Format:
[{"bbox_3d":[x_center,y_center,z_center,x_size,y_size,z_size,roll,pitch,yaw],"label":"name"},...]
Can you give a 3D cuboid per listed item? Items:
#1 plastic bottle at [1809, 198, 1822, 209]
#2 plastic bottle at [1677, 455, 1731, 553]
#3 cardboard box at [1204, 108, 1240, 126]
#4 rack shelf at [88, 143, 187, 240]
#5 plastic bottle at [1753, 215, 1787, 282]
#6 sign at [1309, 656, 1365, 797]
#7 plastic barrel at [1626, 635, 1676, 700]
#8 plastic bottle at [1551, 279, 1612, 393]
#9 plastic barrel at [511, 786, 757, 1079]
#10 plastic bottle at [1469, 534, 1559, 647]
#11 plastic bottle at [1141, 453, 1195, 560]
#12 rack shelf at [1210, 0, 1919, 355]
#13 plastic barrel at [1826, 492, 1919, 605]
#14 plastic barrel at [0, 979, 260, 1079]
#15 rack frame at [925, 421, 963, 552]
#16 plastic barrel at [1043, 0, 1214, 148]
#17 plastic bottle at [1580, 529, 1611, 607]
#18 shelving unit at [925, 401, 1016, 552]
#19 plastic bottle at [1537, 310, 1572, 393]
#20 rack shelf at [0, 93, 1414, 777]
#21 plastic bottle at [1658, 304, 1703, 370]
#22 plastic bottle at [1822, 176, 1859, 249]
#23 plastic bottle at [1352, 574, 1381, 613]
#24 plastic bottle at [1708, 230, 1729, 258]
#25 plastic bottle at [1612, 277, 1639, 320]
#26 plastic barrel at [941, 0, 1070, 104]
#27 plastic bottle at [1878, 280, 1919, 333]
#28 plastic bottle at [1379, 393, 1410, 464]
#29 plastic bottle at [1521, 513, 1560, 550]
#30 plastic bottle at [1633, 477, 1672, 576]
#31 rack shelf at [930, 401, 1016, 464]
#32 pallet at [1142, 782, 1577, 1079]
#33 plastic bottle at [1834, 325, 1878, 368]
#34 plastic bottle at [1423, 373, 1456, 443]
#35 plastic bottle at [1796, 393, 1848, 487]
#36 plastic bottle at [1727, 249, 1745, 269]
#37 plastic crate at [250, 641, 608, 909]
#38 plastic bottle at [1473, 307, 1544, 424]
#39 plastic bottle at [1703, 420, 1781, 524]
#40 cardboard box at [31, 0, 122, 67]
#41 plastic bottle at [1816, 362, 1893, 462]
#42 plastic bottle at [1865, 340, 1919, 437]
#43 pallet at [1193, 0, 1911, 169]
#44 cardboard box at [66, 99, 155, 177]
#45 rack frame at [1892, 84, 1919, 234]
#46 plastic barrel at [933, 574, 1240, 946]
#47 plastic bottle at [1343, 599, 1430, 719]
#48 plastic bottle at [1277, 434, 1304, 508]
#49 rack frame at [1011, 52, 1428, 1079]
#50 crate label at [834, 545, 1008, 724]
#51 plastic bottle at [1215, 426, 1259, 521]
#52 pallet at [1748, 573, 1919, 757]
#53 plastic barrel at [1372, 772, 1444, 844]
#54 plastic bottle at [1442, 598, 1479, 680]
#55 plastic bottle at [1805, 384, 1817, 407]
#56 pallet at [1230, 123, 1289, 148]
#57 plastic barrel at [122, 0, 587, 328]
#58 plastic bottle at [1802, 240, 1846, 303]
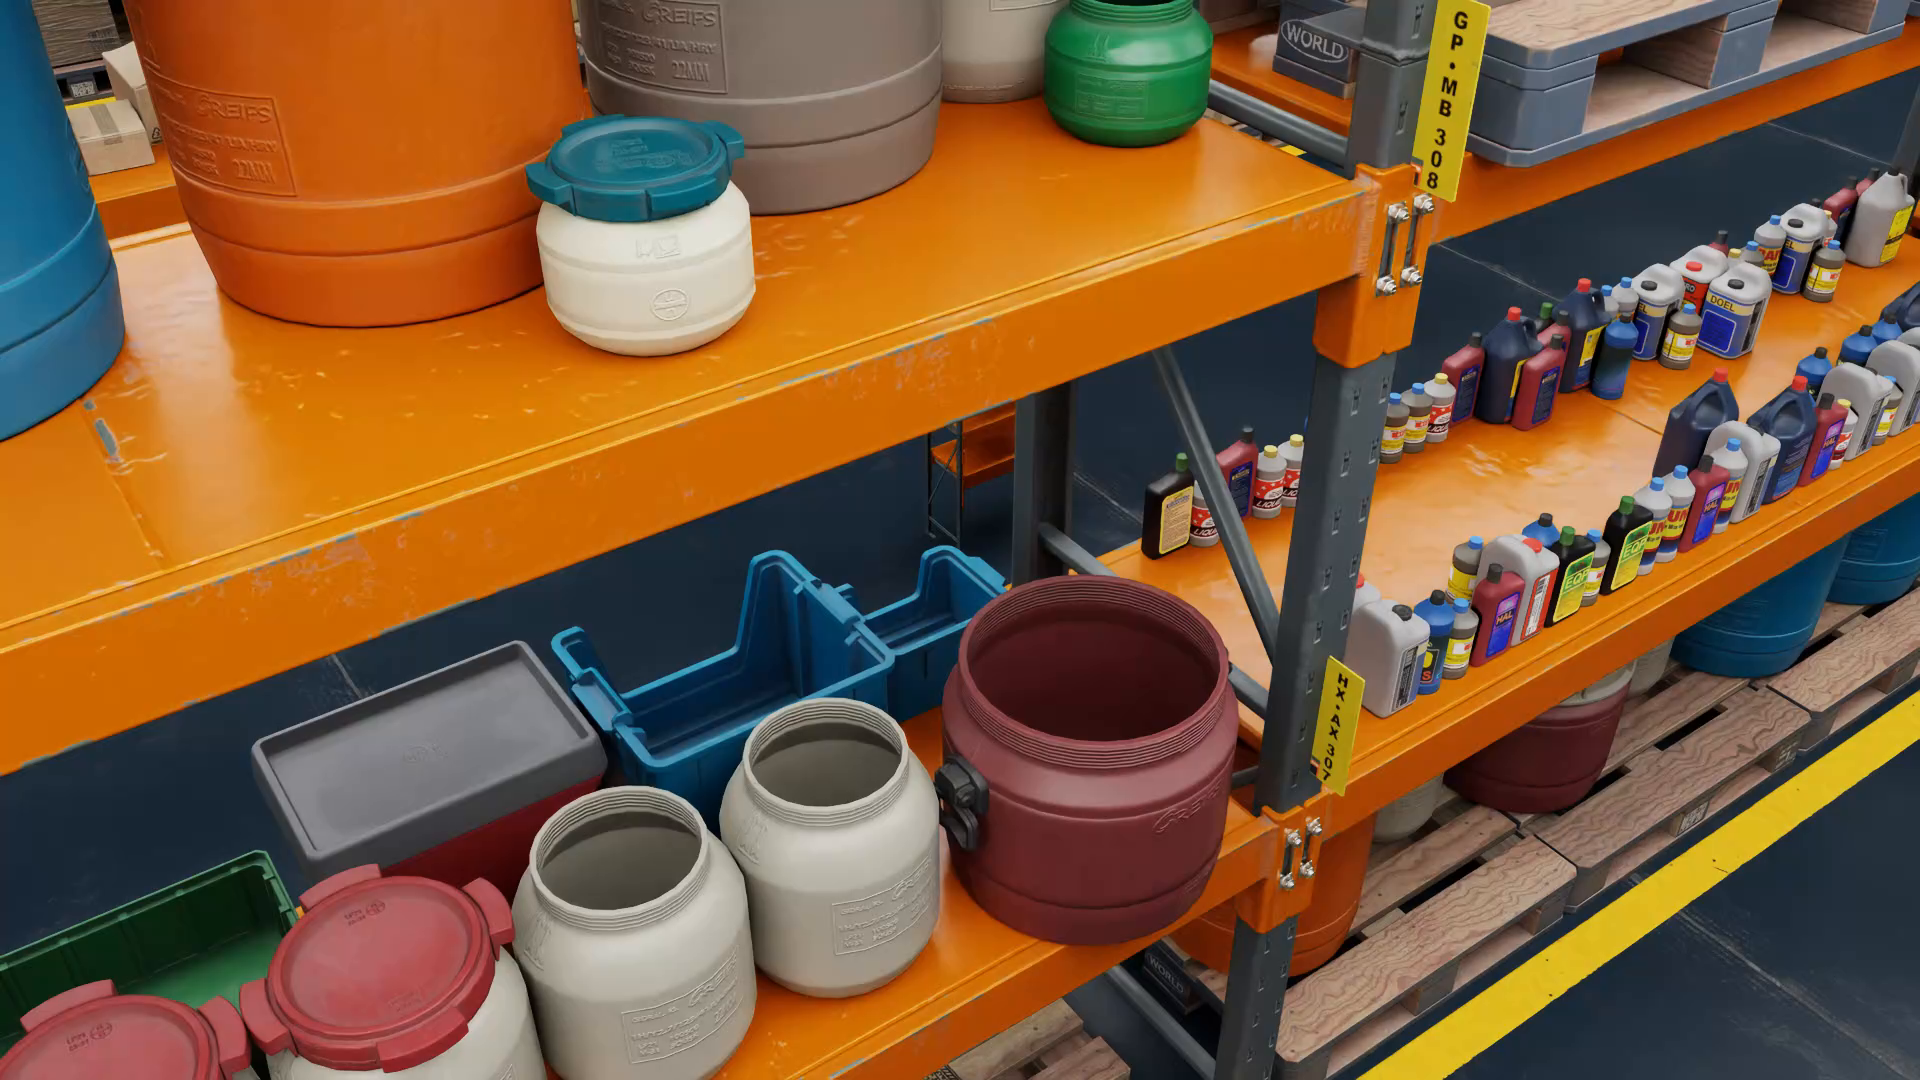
[{"bbox_3d":[2.919,-1.048,5.749,0.097,0.271,0.097,0,36,0],"label":"plastic bottle"},{"bbox_3d":[1.978,-0.111,4.435,0.133,0.283,0.061,-22,41,-28],"label":"plastic bottle"},{"bbox_3d":[1.355,-2.636,9.772,0.500,0.311,0.500,-22,41,-28],"label":"cardboard box"},{"bbox_3d":[-4.017,-1.200,6.466,4.000,0.370,1.077,-22,41,-28],"label":"rack shelf"},{"bbox_3d":[2.730,-0.970,5.640,0.097,0.271,0.097,0,36,0],"label":"plastic bottle"},{"bbox_3d":[0.790,0.394,3.493,0.005,0.325,0.100,-22,41,-28],"label":"sign"},{"bbox_3d":[2.191,0.254,5.598,0.421,0.512,0.421,0,36,0],"label":"plastic barrel"},{"bbox_3d":[1.901,-0.645,5.120,0.185,0.351,0.144,-22,41,-28],"label":"plastic bottle"},{"bbox_3d":[-0.594,0.744,3.050,0.421,0.512,0.421,0,36,0],"label":"plastic barrel"},{"bbox_3d":[1.386,0.104,4.143,0.135,0.276,0.152,-22,41,-28],"label":"plastic bottle"},{"bbox_3d":[0.553,-0.092,4.409,0.133,0.283,0.061,-22,41,-28],"label":"plastic bottle"},{"bbox_3d":[2.103,-1.398,4.172,4.000,0.370,1.077,-22,41,-28],"label":"rack shelf"},{"bbox_3d":[3.283,-0.289,6.020,0.708,0.901,0.600,-22,41,-28],"label":"plastic barrel"},{"bbox_3d":[-1.294,1.026,2.637,0.433,0.535,0.433,0,36,0],"label":"plastic barrel"},{"bbox_3d":[-0.064,-0.461,6.363,0.015,1.200,0.240,-22,41,-28],"label":"rack frame"},{"bbox_3d":[0.295,-0.847,2.923,0.294,0.245,0.294,0,36,0],"label":"plastic barrel"},{"bbox_3d":[1.605,0.063,4.264,0.097,0.201,0.097,0,36,0],"label":"plastic bottle"},{"bbox_3d":[0.135,-0.543,6.477,0.503,1.200,0.258,-22,41,-28],"label":"shelving unit"},{"bbox_3d":[1.782,-0.555,5.052,0.133,0.283,0.061,-22,41,-28],"label":"plastic bottle"},{"bbox_3d":[-1.167,-0.053,2.302,4.000,0.370,1.077,-22,41,-28],"label":"rack shelf"},{"bbox_3d":[2.280,-0.648,5.252,0.097,0.201,0.097,0,36,0],"label":"plastic bottle"},{"bbox_3d":[3.083,-1.133,5.857,0.133,0.283,0.061,-22,41,-28],"label":"plastic bottle"},{"bbox_3d":[0.920,0.187,4.028,0.135,0.276,0.152,-22,41,-28],"label":"plastic bottle"},{"bbox_3d":[2.466,-0.880,5.504,0.133,0.283,0.061,-22,41,-28],"label":"plastic bottle"},{"bbox_3d":[2.083,-0.704,5.270,0.097,0.271,0.097,0,36,0],"label":"plastic bottle"},{"bbox_3d":[0.037,-1.105,3.052,0.421,0.512,0.421,0,36,0],"label":"plastic barrel"},{"bbox_3d":[2.940,-0.667,5.150,0.185,0.351,0.144,-22,41,-28],"label":"plastic bottle"},{"bbox_3d":[1.244,-0.330,4.811,0.097,0.201,0.097,0,36,0],"label":"plastic bottle"},{"bbox_3d":[1.461,0.050,4.221,0.097,0.271,0.097,0,36,0],"label":"plastic bottle"},{"bbox_3d":[1.794,-0.043,4.351,0.097,0.271,0.097,0,36,0],"label":"plastic bottle"},{"bbox_3d":[0.135,-0.488,6.516,0.480,0.148,0.258,-22,41,-28],"label":"rack shelf"},{"bbox_3d":[1.088,1.047,5.113,1.213,0.211,1.003,-22,41,-28],"label":"pallet"},{"bbox_3d":[2.693,-0.522,5.017,0.097,0.271,0.097,0,36,0],"label":"plastic bottle"},{"bbox_3d":[1.403,-0.396,4.902,0.097,0.201,0.097,0,36,0],"label":"plastic bottle"},{"bbox_3d":[2.428,-0.296,4.692,0.133,0.283,0.061,-22,41,-28],"label":"plastic bottle"},{"bbox_3d":[2.571,-0.876,5.570,0.097,0.201,0.097,0,36,0],"label":"plastic bottle"},{"bbox_3d":[-1.029,0.572,3.331,0.583,0.464,0.402,-22,41,-28],"label":"plastic crate"},{"bbox_3d":[1.641,-0.538,4.971,0.185,0.351,0.144,-22,41,-28],"label":"plastic bottle"},{"bbox_3d":[2.141,-0.207,4.576,0.135,0.276,0.152,-22,41,-28],"label":"plastic bottle"},{"bbox_3d":[-5.798,-3.425,10.707,0.500,0.500,0.700,-22,41,-27],"label":"cardboard box"},{"bbox_3d":[2.591,-0.392,4.833,0.135,0.276,0.152,-22,41,-28],"label":"plastic bottle"},{"bbox_3d":[2.781,-0.470,4.941,0.135,0.276,0.152,-22,41,-28],"label":"plastic bottle"},{"bbox_3d":[1.149,-1.152,3.375,1.213,0.211,1.003,-22,41,-28],"label":"pallet"},{"bbox_3d":[-3.393,-1.607,6.631,0.250,0.149,0.380,-19,40,-25],"label":"cardboard box"},{"bbox_3d":[3.737,-1.145,5.774,0.127,3.000,1.000,-22,41,-28],"label":"rack frame"},{"bbox_3d":[0.263,0.446,3.445,0.708,0.536,0.600,-22,41,-28],"label":"plastic barrel"},{"bbox_3d":[1.008,0.259,3.927,0.135,0.276,0.152,-22,41,-28],"label":"plastic bottle"},{"bbox_3d":[0.926,-0.199,4.628,0.097,0.201,0.097,0,36,0],"label":"plastic bottle"},{"bbox_3d":[0.468,0.200,3.903,0.127,3.000,1.000,-22,41,-28],"label":"rack frame"},{"bbox_3d":[-0.093,0.231,4.003,0.416,0.233,0.303,-22,41,-28],"label":"crate label"},{"bbox_3d":[0.741,-0.170,4.517,0.133,0.283,0.061,-22,41,-28],"label":"plastic bottle"},{"bbox_3d":[3.083,0.226,6.255,1.213,0.211,1.003,-22,41,-28],"label":"pallet"},{"bbox_3d":[1.268,0.634,5.070,0.421,0.512,0.421,0,36,0],"label":"plastic barrel"},{"bbox_3d":[1.198,0.231,4.030,0.097,0.201,0.097,0,36,0],"label":"plastic bottle"},{"bbox_3d":[2.368,-0.323,4.740,0.097,0.271,0.097,0,36,0],"label":"plastic bottle"},{"bbox_3d":[1.449,-2.609,10.197,1.213,0.211,1.003,-22,41,-28],"label":"pallet"},{"bbox_3d":[-0.863,-0.799,2.356,0.708,0.830,0.600,-22,41,-28],"label":"plastic barrel"},{"bbox_3d":[2.927,-0.915,5.623,0.097,0.201,0.097,0,36,0],"label":"plastic bottle"}]
